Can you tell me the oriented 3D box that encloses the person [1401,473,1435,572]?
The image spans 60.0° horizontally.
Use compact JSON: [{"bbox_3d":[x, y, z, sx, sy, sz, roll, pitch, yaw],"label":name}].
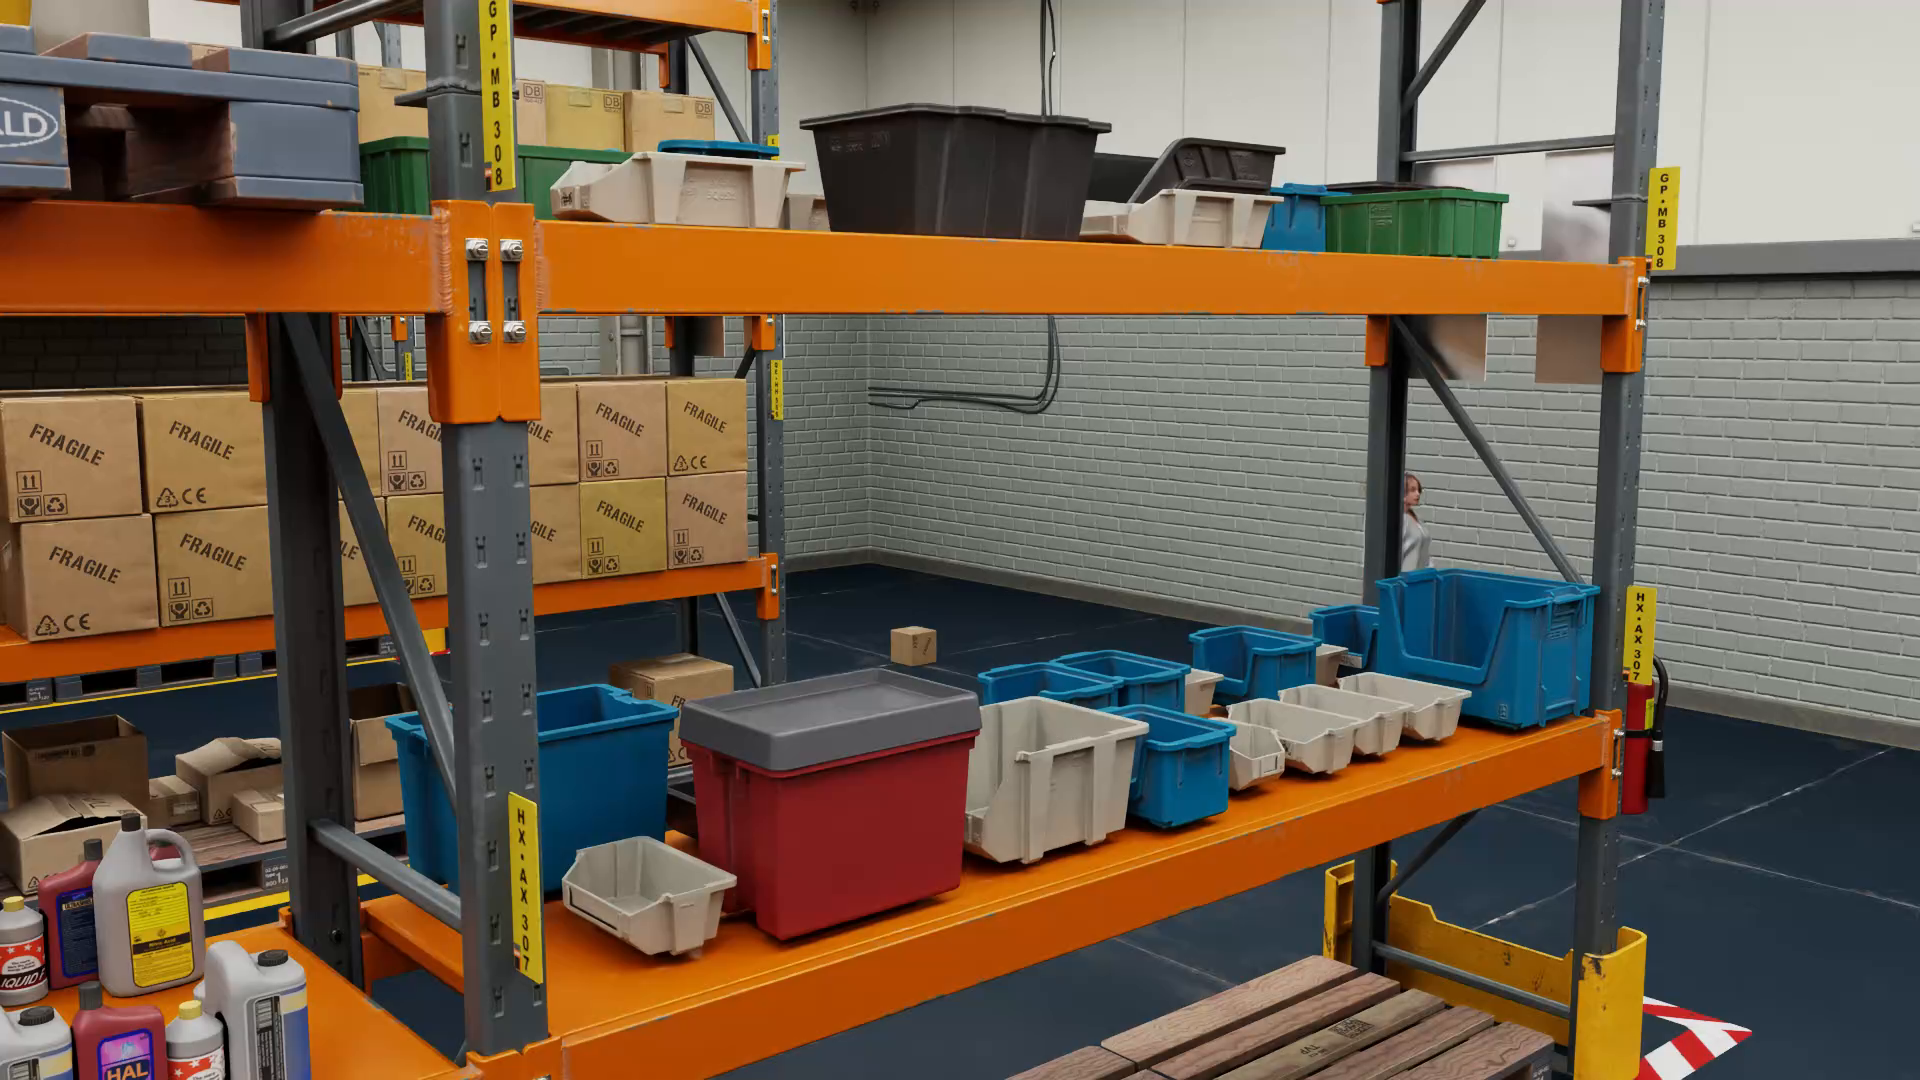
[{"bbox_3d":[3.032,0.364,11.157,0.675,1.629,0.415,5,9,33],"label":"person"}]
